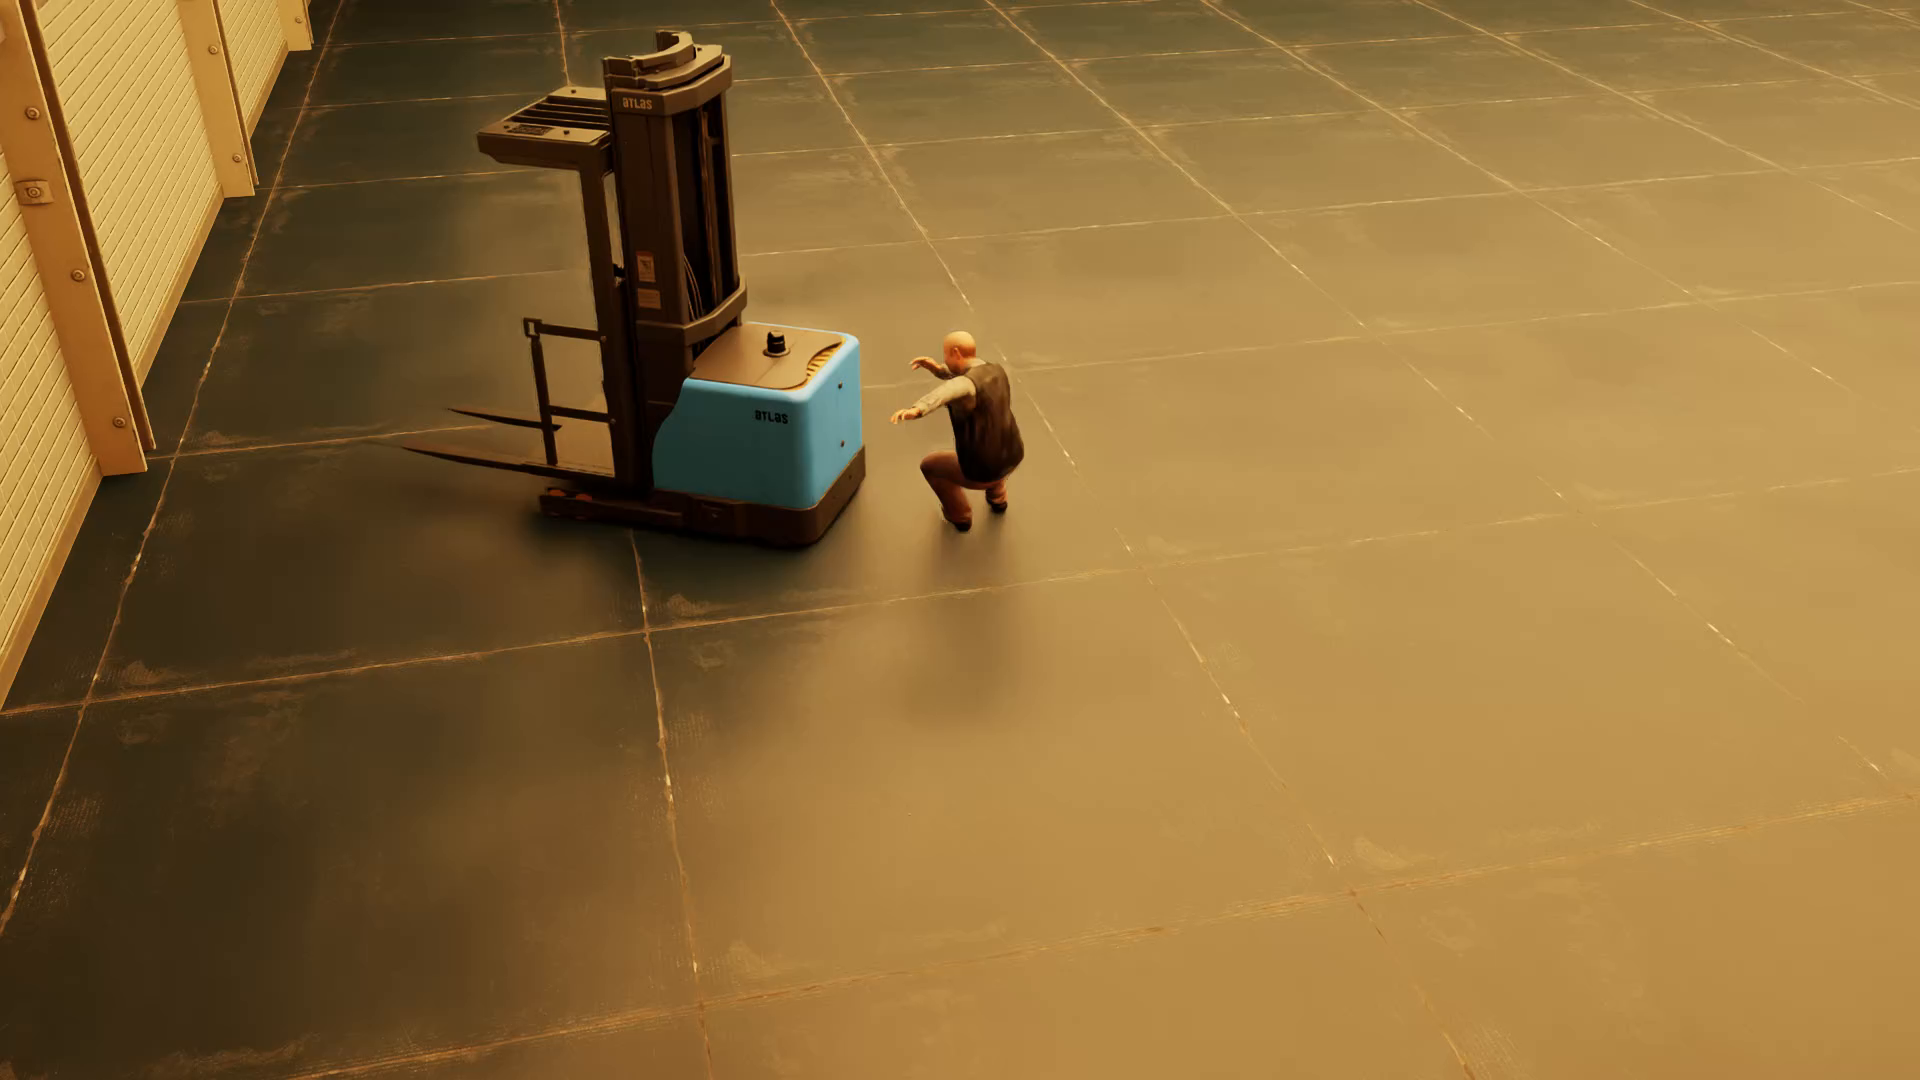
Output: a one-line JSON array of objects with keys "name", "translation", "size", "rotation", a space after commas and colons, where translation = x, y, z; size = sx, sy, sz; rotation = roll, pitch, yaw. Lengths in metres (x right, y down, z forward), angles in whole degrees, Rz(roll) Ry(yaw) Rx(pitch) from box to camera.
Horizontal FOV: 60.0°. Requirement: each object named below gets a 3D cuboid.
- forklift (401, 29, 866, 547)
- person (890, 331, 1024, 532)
[{"name": "forklift", "translation": [-2.205, -1.641, 10.409], "size": [3.031, 2.935, 1.130], "rotation": [9, 31, 15]}, {"name": "person", "translation": [-0.035, -0.548, 10.072], "size": [0.712, 1.408, 1.467], "rotation": [21, 36, 32]}]
